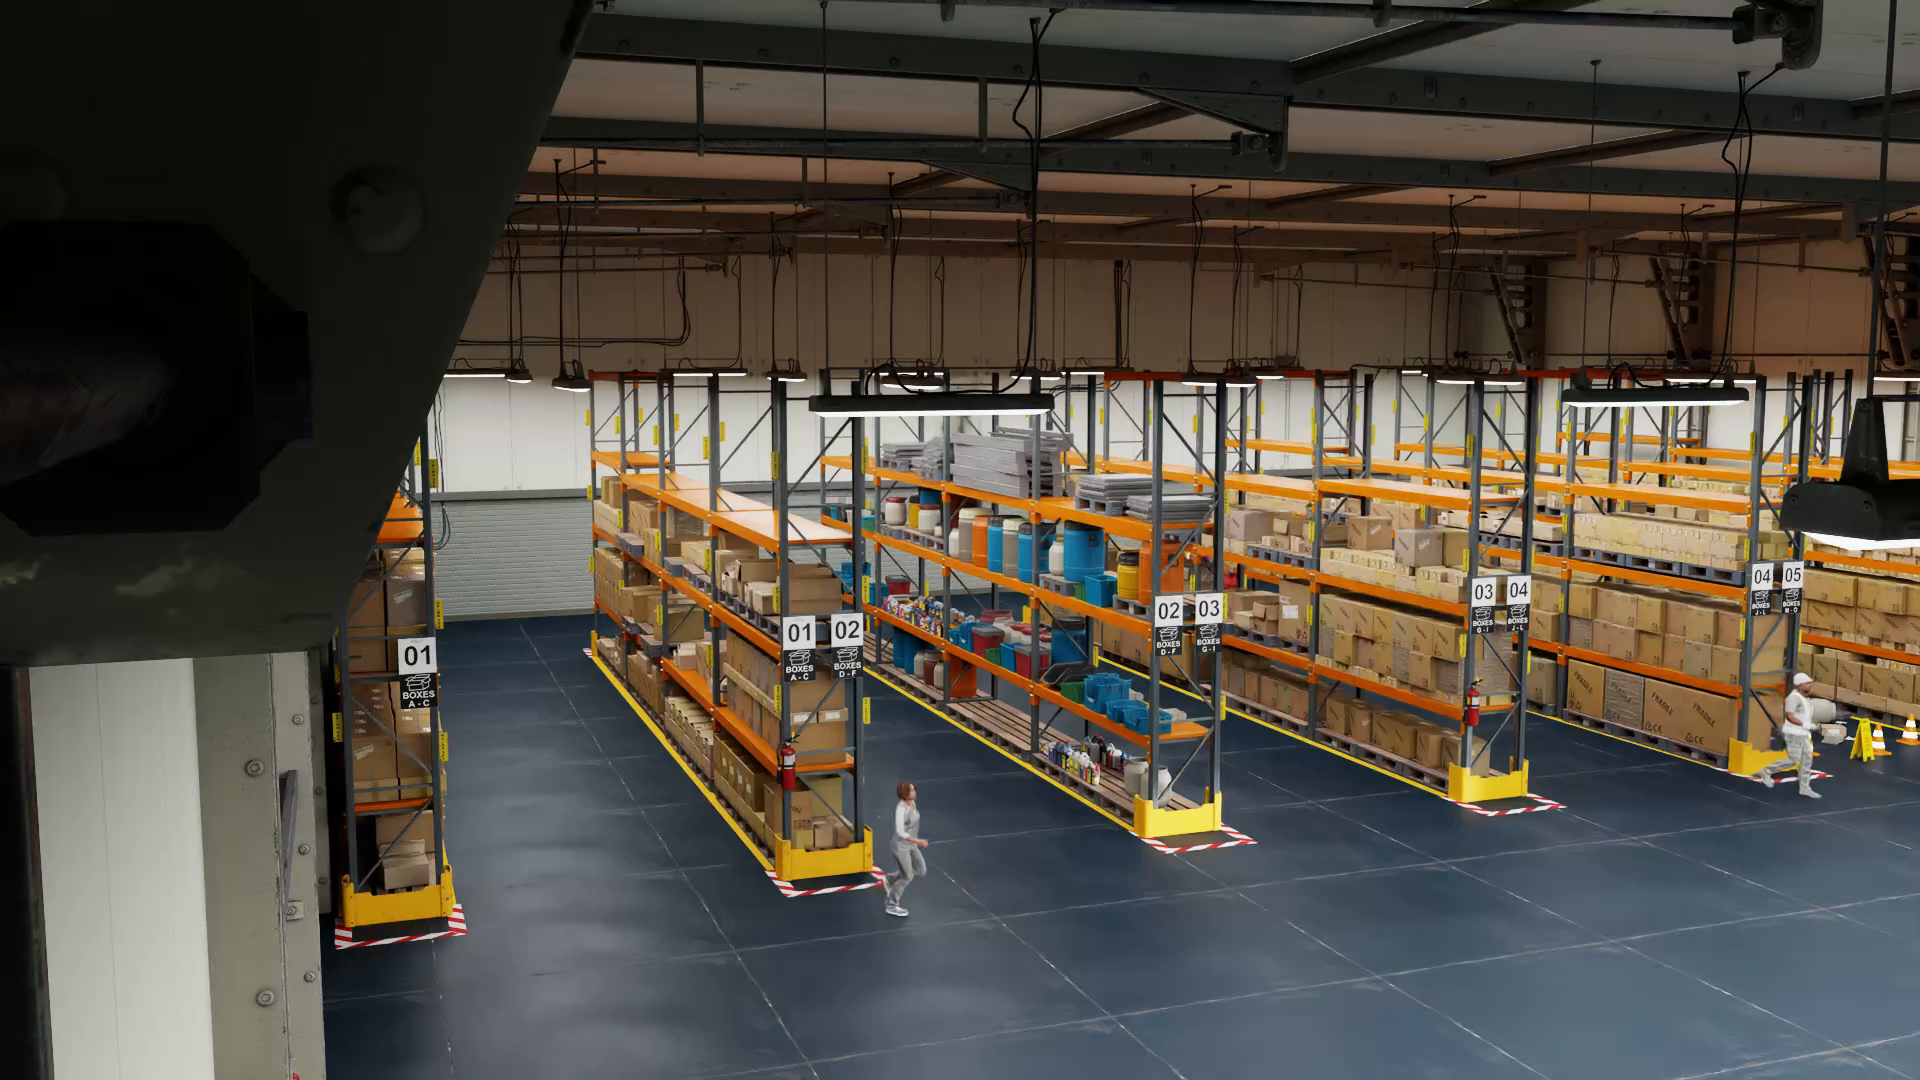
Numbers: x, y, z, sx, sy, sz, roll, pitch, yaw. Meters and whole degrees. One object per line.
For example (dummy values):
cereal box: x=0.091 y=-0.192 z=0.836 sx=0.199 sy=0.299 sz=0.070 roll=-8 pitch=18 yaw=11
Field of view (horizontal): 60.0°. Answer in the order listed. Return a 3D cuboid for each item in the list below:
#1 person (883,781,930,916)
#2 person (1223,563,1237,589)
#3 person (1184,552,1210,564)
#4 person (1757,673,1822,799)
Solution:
person: x=-0.597 y=3.472 z=18.791 sx=0.600 sy=1.552 sz=0.567 roll=2 pitch=7 yaw=17
person: x=6.031 y=1.366 z=36.992 sx=0.673 sy=1.694 sz=0.552 roll=-2 pitch=7 yaw=-16
person: x=5.725 y=0.907 z=40.814 sx=0.763 sy=1.821 sz=0.700 roll=-6 pitch=9 yaw=-43
person: x=11.982 y=2.785 z=23.931 sx=0.859 sy=1.791 sz=0.720 roll=4 pitch=8 yaw=34
